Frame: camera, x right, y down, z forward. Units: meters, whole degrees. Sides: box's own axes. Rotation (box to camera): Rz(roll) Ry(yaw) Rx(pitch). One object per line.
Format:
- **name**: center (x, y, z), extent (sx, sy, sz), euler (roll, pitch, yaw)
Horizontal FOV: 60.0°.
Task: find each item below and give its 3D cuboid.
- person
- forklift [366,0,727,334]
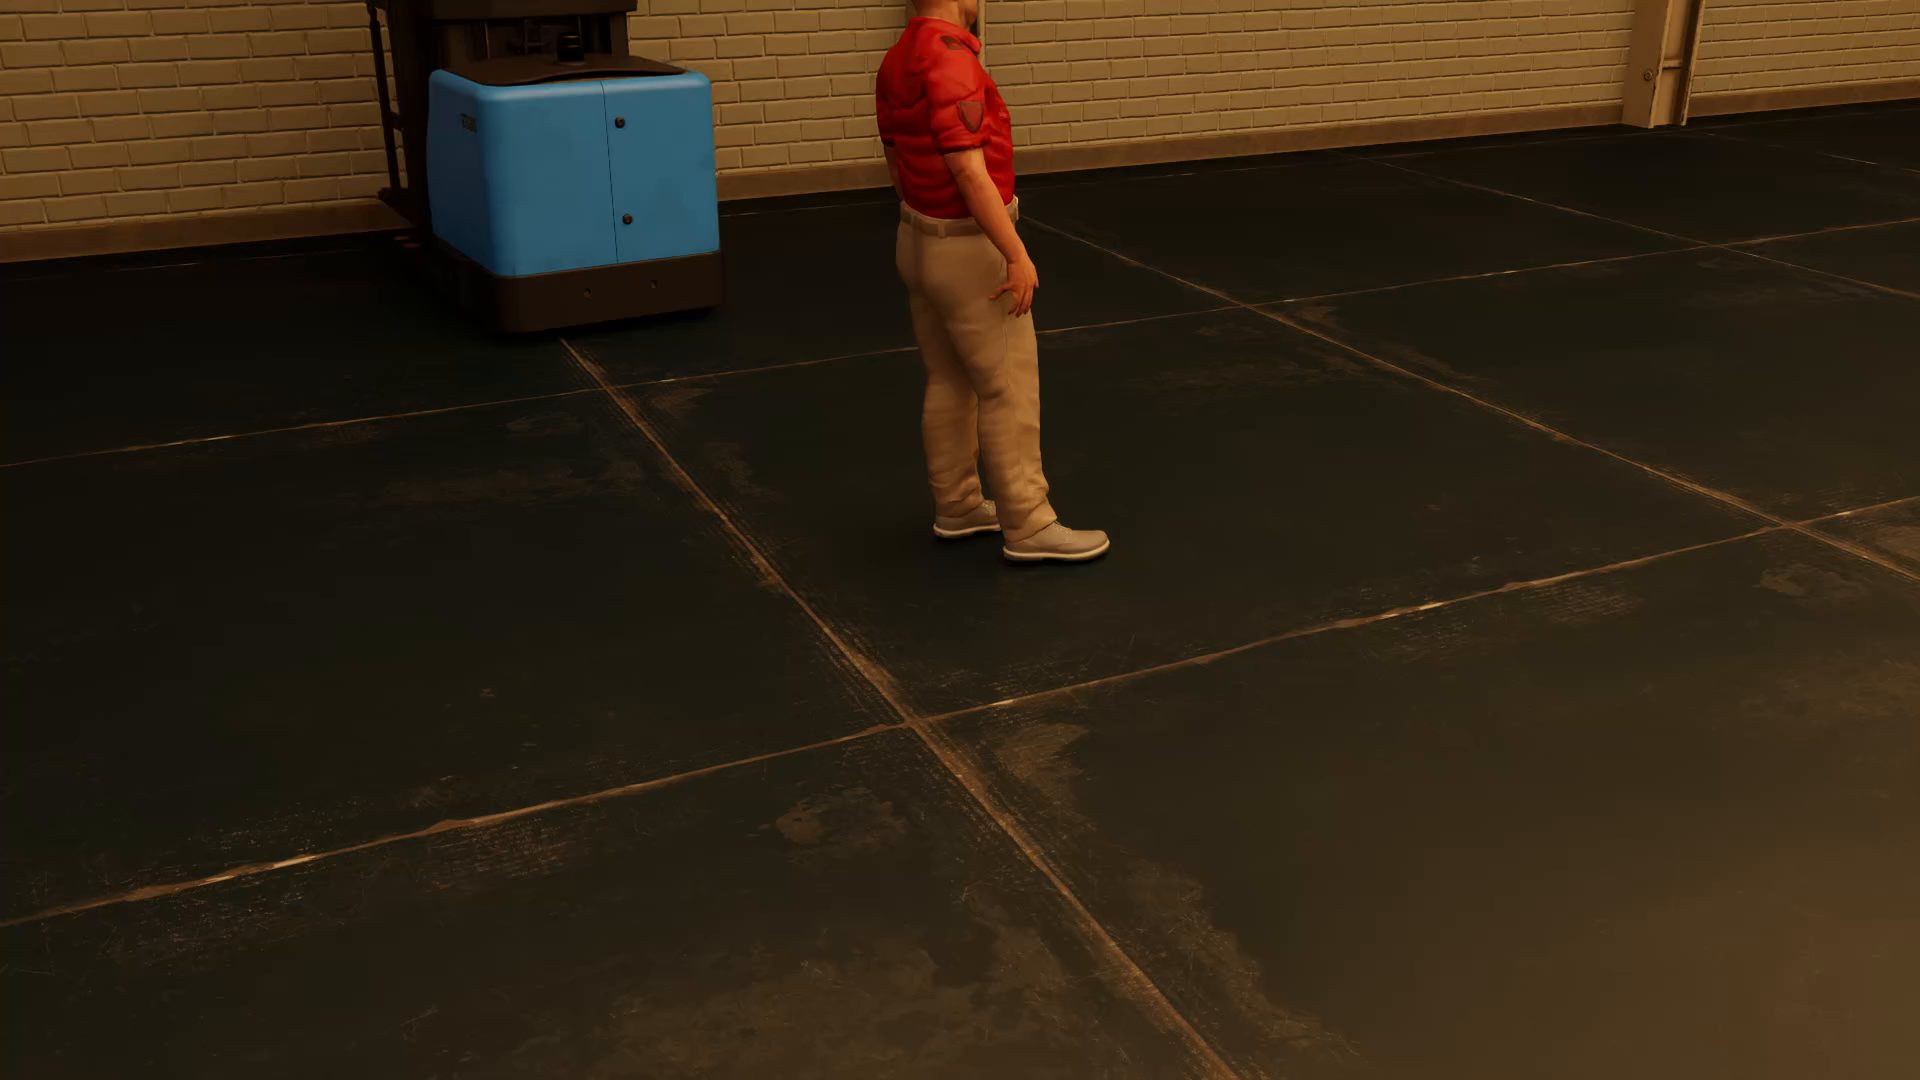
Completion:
- **person**: center (0.086, -0.817, 4.797), extent (0.550, 1.728, 0.641), euler (-10, 25, -23)
- **forklift**: center (-2.247, -2.745, 7.895), extent (1.130, 2.935, 3.031), euler (-13, 26, -28)
